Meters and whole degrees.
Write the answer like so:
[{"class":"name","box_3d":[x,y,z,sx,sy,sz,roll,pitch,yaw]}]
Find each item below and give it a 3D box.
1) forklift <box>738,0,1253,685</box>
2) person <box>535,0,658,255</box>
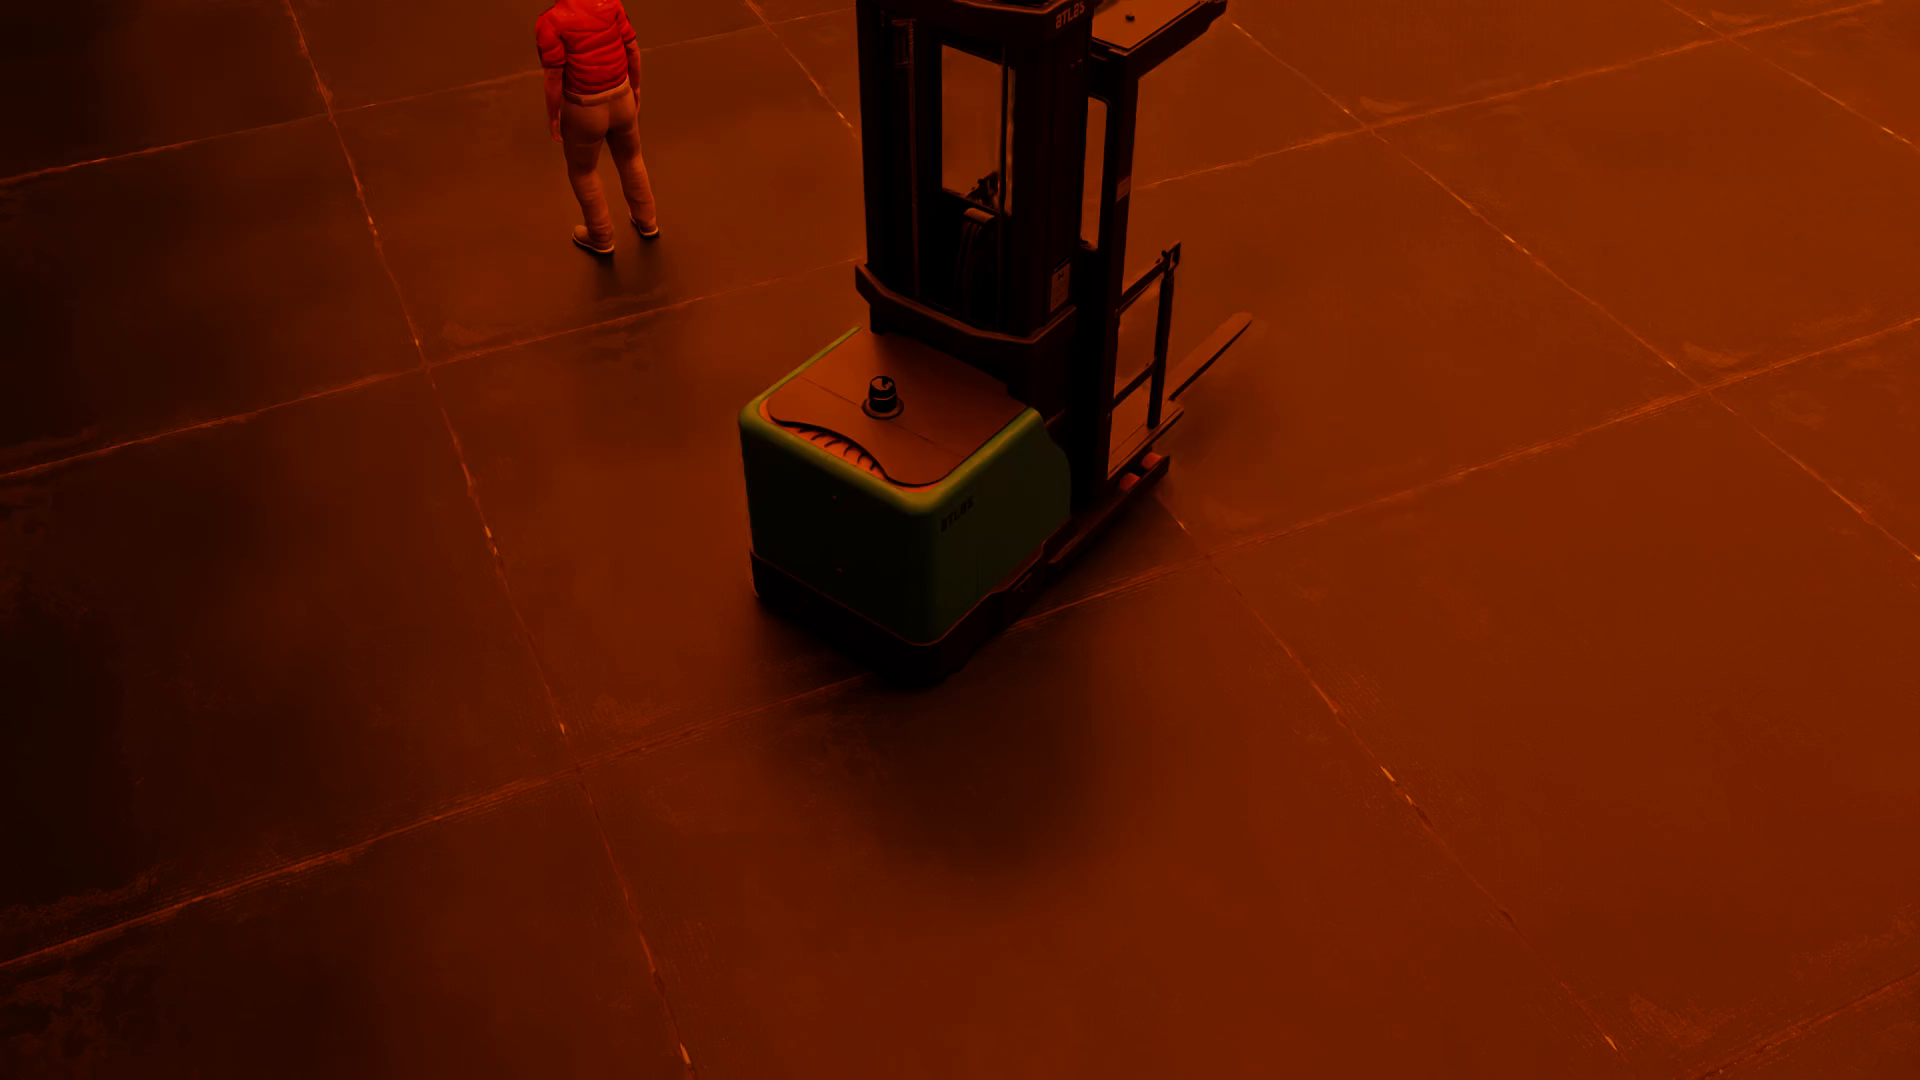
[{"class":"forklift","box_3d":[0.363,-1.413,7.194,1.130,2.935,3.031,28,50,26]},{"class":"person","box_3d":[-2.009,-2.393,9.127,0.587,1.725,0.388,-29,50,-27]}]
